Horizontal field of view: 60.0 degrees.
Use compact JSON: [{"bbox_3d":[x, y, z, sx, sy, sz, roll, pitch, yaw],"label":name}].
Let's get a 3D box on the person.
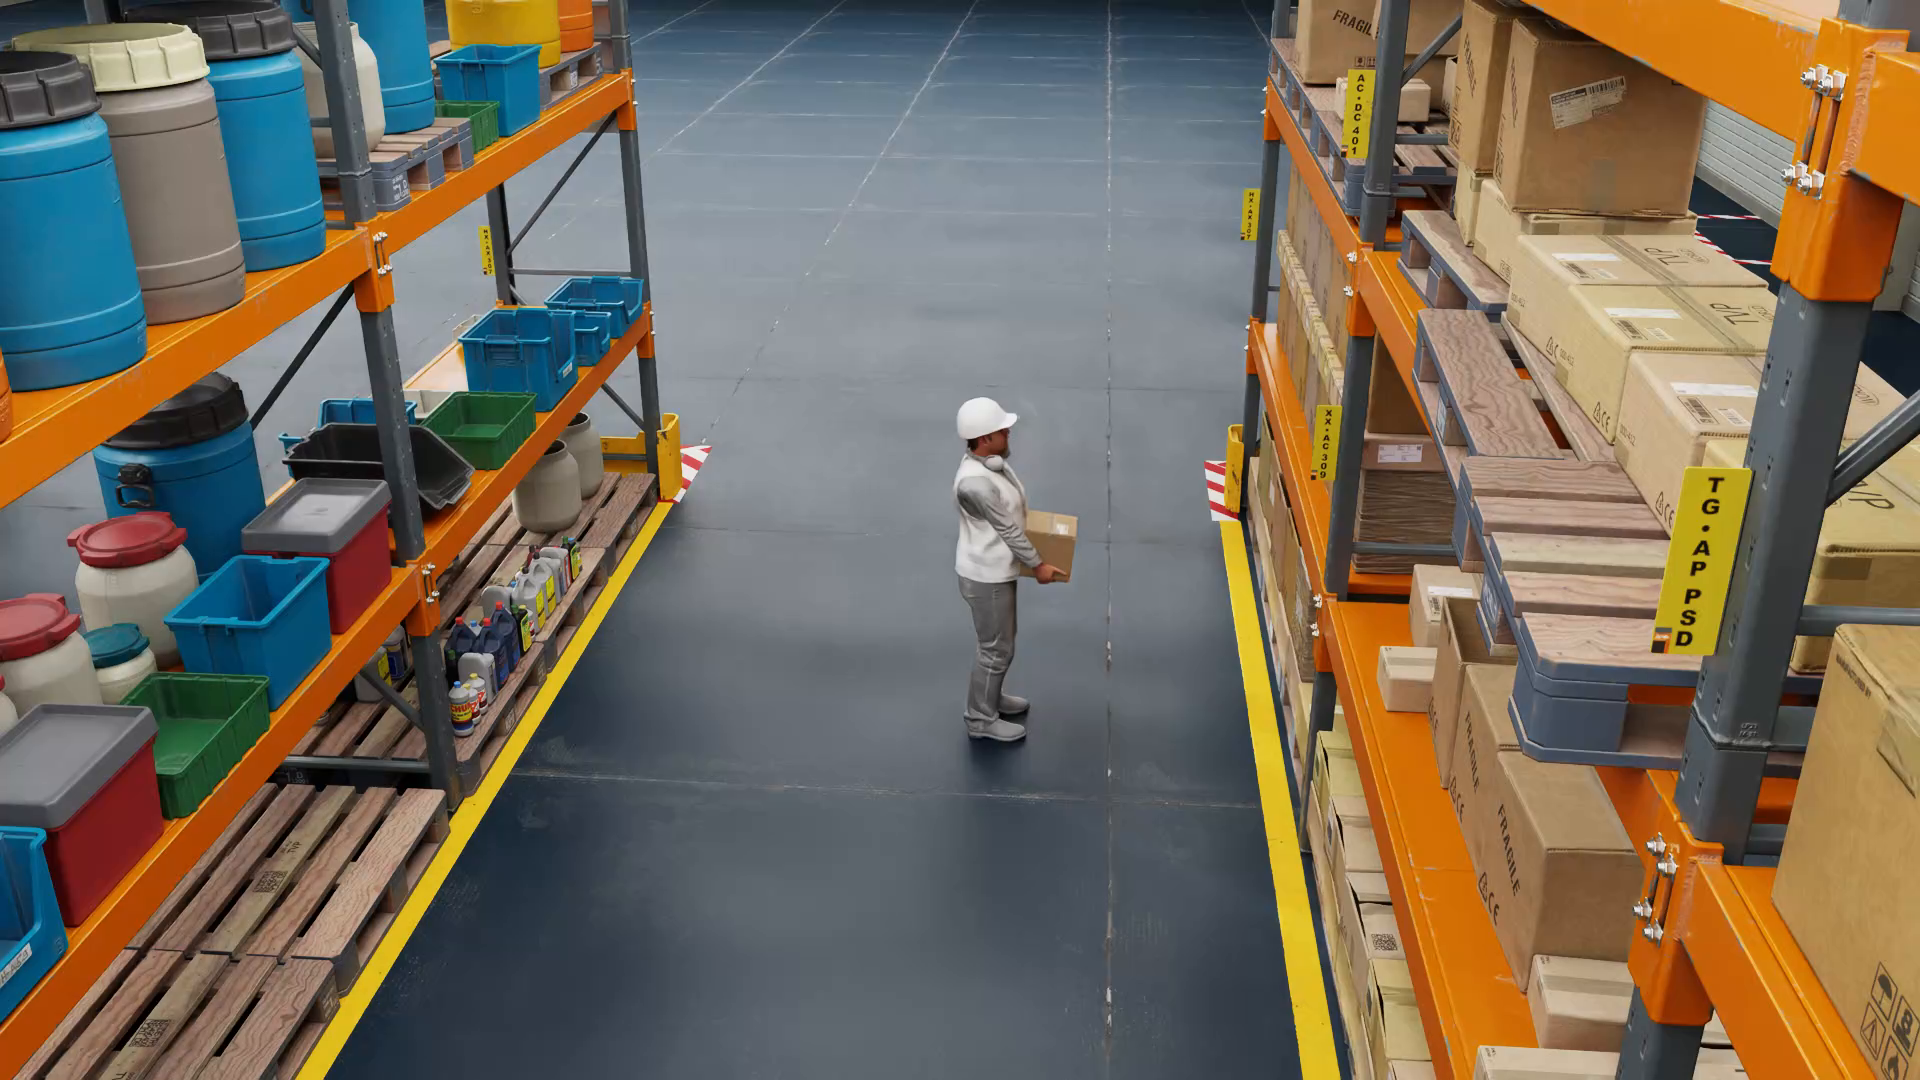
[{"bbox_3d":[0.256,0.138,8.276,0.556,1.764,0.494,2,24,5],"label":"person"}]
